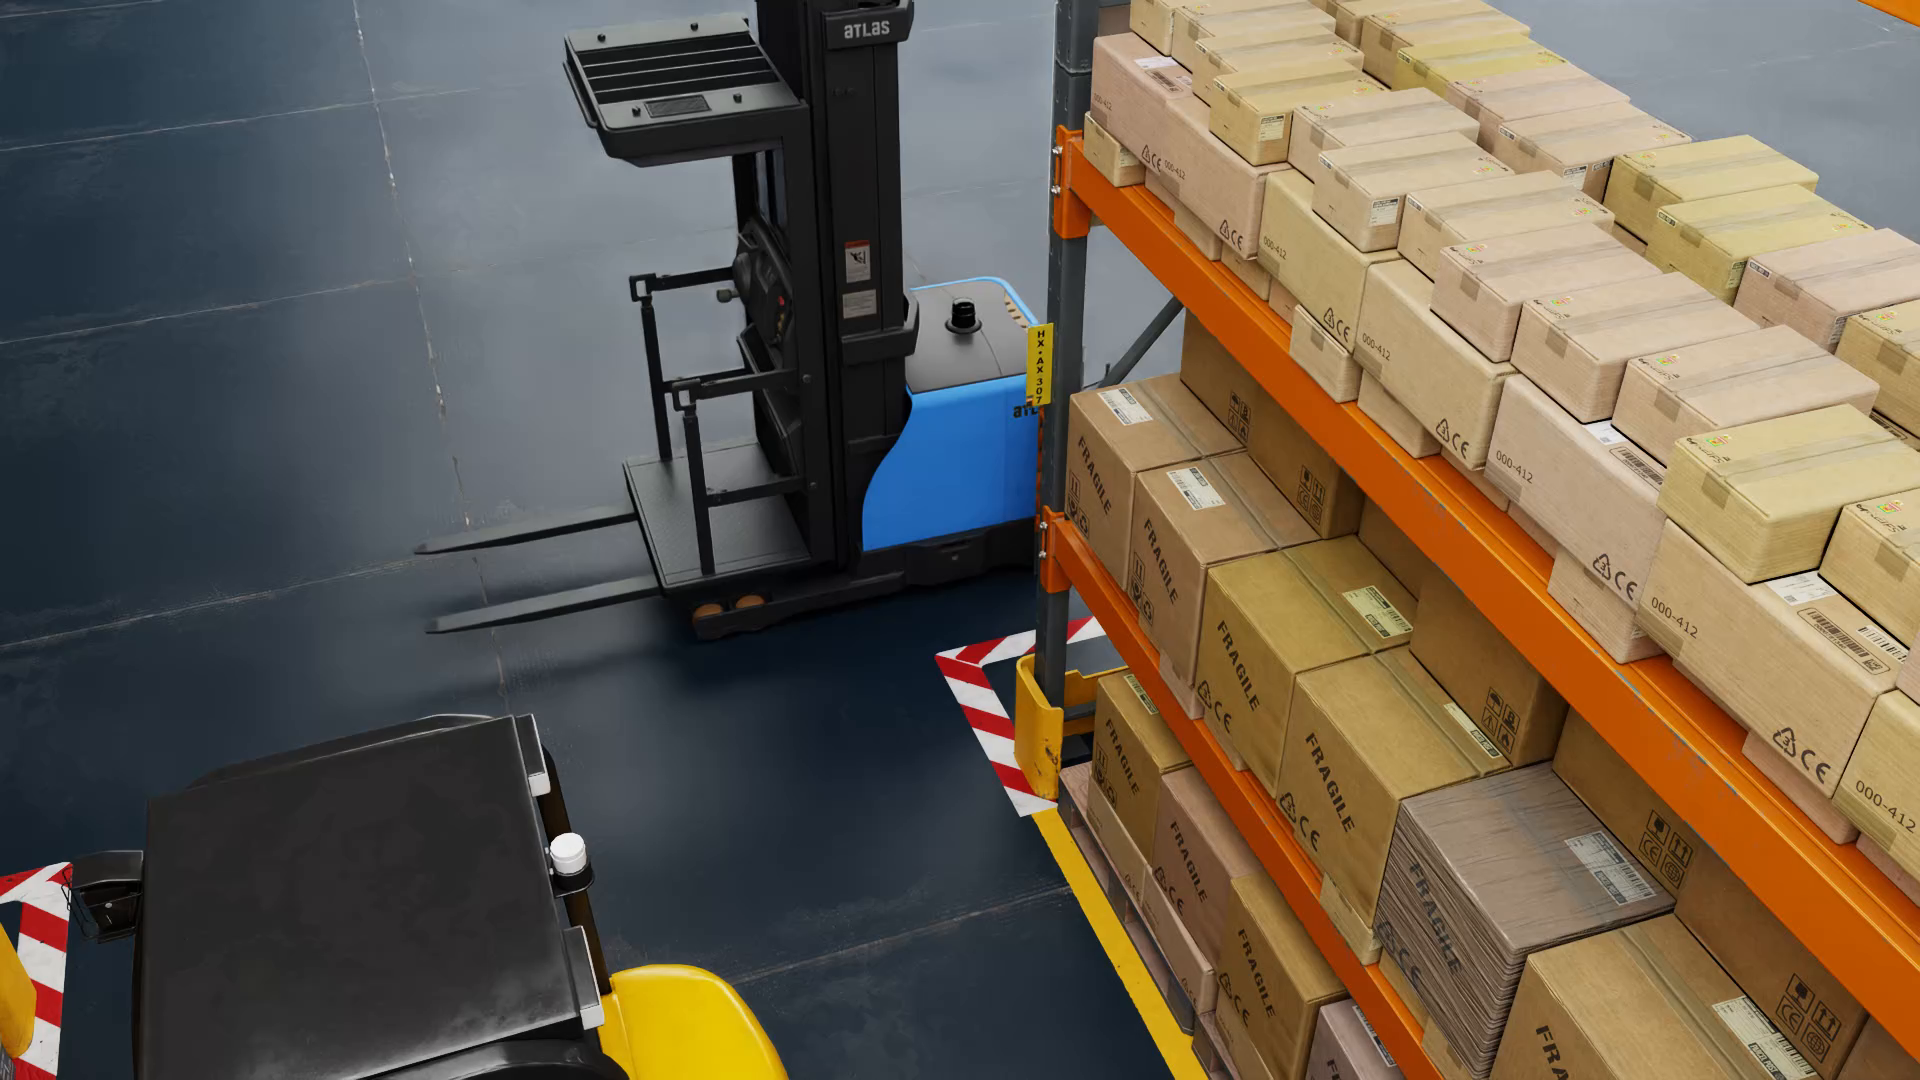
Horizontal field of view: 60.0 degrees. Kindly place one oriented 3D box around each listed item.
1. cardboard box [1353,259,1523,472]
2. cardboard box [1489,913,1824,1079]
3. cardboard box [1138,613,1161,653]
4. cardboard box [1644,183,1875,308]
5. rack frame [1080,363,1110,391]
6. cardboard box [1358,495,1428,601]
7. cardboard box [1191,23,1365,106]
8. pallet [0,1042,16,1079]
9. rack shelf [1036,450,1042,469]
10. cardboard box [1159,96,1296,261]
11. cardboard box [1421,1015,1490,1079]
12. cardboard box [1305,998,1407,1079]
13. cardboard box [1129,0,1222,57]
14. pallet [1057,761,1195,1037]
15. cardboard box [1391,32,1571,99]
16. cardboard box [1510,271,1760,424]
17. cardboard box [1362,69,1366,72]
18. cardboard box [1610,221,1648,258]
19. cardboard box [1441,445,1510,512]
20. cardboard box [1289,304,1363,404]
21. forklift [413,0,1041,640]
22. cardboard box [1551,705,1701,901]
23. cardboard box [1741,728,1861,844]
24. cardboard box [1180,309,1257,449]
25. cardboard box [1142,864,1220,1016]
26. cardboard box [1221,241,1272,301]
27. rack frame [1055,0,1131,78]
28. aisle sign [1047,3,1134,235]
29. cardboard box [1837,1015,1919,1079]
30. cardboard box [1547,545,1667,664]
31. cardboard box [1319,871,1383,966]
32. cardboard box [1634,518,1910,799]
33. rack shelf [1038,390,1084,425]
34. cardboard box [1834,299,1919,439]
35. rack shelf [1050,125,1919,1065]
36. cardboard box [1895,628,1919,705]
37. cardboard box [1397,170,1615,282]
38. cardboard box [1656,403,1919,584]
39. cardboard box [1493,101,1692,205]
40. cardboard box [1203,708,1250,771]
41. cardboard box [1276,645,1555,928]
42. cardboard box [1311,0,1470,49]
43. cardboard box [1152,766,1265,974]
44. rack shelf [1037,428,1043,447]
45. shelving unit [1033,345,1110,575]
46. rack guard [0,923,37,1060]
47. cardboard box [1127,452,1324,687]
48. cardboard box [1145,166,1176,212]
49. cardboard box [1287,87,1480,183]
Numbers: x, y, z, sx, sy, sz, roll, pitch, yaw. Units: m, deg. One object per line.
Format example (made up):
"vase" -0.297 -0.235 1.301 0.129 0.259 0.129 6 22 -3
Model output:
"cardboard box" 1.238 -0.431 3.713 0.500 0.250 0.500 -12 39 -15
"cardboard box" 1.599 1.232 3.791 0.500 0.500 0.500 -11 38 -14
"cardboard box" 0.830 0.262 5.618 0.380 0.149 0.250 -14 39 -17
"cardboard box" 1.754 -0.643 3.664 0.380 0.149 0.250 -12 39 -15
"rack frame" 0.557 -0.257 7.594 0.240 1.200 0.006 -22 42 -26
"cardboard box" 1.612 -0.140 4.782 0.700 0.500 0.500 -13 39 -16
"cardboard box" 0.853 -1.260 4.483 0.380 0.149 0.250 -12 39 -16
"pallet" -3.564 2.187 5.171 1.003 0.211 1.213 -12 39 -16
"rack shelf" 0.507 -0.364 7.610 0.258 0.103 0.180 -22 42 -26
"cardboard box" 0.879 -1.011 4.484 0.500 0.250 0.500 -13 39 -17
"cardboard box" 1.419 1.288 4.255 0.380 0.149 0.250 -13 39 -17
"cardboard box" 1.360 1.657 4.870 0.500 0.500 0.500 -10 38 -14
"cardboard box" 0.723 -1.553 4.872 0.380 0.149 0.250 -13 39 -16
"pallet" 1.065 1.243 6.424 1.003 0.211 1.213 -12 39 -16
"cardboard box" 1.382 -1.218 4.427 0.380 0.149 0.250 -12 39 -16
"cardboard box" 1.345 -0.389 3.327 0.380 0.149 0.250 -12 39 -15
"cardboard box" 1.221 -1.404 5.005 0.500 0.250 0.500 -13 39 -17
"cardboard box" 1.752 -0.542 3.861 0.500 0.250 0.500 -12 39 -16
"cardboard box" 1.331 -0.226 3.773 0.380 0.149 0.250 -13 39 -16
"cardboard box" 1.050 -0.494 4.128 0.380 0.149 0.250 -12 39 -15
"forklift" -1.040 -1.070 7.235 3.031 2.935 1.130 -12 39 -15
"cardboard box" 1.918 0.446 4.004 0.700 0.500 0.500 -13 39 -17
"cardboard box" 1.659 0.367 2.986 0.380 0.149 0.250 -12 39 -15
"cardboard box" 1.173 -0.695 5.518 0.700 0.500 0.500 -13 39 -17
"cardboard box" 0.979 1.354 5.896 0.500 0.250 0.500 -11 38 -14
"cardboard box" 0.943 -0.802 4.537 0.380 0.149 0.250 -13 39 -16
"rack frame" 0.792 -2.776 4.456 1.000 3.000 0.127 -12 39 -16
"aisle sign" 0.480 -1.389 5.440 0.394 0.787 0.004 -12 39 -16
"cardboard box" 2.221 1.028 3.230 0.700 0.500 0.500 -13 39 -16
"cardboard box" 1.433 0.083 3.363 0.380 0.149 0.250 -11 38 -15
"cardboard box" 1.237 1.000 4.638 0.380 0.149 0.250 -12 39 -16
"cardboard box" 1.589 0.144 2.950 0.500 0.250 0.500 -13 39 -17
"rack shelf" 0.507 -0.555 7.465 0.258 0.103 0.180 -22 42 -26
"cardboard box" 1.969 -0.358 3.284 0.380 0.149 0.250 -14 39 -17
"rack shelf" 1.481 -0.161 4.075 1.077 0.370 4.000 -12 39 -16
"cardboard box" 1.693 0.199 2.546 0.380 0.149 0.250 -13 39 -17
"cardboard box" 1.217 -0.687 3.722 0.380 0.149 0.250 -12 39 -15
"cardboard box" 1.475 -0.086 2.924 0.380 0.149 0.250 -11 38 -15
"cardboard box" 1.525 -0.925 4.038 0.380 0.149 0.250 -14 39 -17
"cardboard box" 0.995 0.554 5.231 0.380 0.149 0.250 -11 38 -15
"cardboard box" 1.235 0.652 4.562 0.500 0.500 0.500 -13 39 -17
"cardboard box" 1.239 -1.513 4.818 0.380 0.149 0.250 -12 39 -15
"cardboard box" 1.003 1.072 5.647 0.500 0.500 0.500 -14 39 -18
"rack shelf" 0.507 -0.459 7.537 0.258 0.103 0.180 -22 42 -26
"shelving unit" 0.507 -0.303 7.655 0.258 1.200 0.189 -22 42 -26
"rack guard" -3.875 1.635 5.664 1.175 0.500 0.348 -12 39 -16
"cardboard box" 0.876 0.078 5.322 0.500 0.500 0.500 -11 38 -15
"cardboard box" 0.776 -1.093 4.924 0.380 0.149 0.250 -14 39 -17
"cardboard box" 1.044 -0.983 4.115 0.380 0.149 0.250 -13 39 -16
